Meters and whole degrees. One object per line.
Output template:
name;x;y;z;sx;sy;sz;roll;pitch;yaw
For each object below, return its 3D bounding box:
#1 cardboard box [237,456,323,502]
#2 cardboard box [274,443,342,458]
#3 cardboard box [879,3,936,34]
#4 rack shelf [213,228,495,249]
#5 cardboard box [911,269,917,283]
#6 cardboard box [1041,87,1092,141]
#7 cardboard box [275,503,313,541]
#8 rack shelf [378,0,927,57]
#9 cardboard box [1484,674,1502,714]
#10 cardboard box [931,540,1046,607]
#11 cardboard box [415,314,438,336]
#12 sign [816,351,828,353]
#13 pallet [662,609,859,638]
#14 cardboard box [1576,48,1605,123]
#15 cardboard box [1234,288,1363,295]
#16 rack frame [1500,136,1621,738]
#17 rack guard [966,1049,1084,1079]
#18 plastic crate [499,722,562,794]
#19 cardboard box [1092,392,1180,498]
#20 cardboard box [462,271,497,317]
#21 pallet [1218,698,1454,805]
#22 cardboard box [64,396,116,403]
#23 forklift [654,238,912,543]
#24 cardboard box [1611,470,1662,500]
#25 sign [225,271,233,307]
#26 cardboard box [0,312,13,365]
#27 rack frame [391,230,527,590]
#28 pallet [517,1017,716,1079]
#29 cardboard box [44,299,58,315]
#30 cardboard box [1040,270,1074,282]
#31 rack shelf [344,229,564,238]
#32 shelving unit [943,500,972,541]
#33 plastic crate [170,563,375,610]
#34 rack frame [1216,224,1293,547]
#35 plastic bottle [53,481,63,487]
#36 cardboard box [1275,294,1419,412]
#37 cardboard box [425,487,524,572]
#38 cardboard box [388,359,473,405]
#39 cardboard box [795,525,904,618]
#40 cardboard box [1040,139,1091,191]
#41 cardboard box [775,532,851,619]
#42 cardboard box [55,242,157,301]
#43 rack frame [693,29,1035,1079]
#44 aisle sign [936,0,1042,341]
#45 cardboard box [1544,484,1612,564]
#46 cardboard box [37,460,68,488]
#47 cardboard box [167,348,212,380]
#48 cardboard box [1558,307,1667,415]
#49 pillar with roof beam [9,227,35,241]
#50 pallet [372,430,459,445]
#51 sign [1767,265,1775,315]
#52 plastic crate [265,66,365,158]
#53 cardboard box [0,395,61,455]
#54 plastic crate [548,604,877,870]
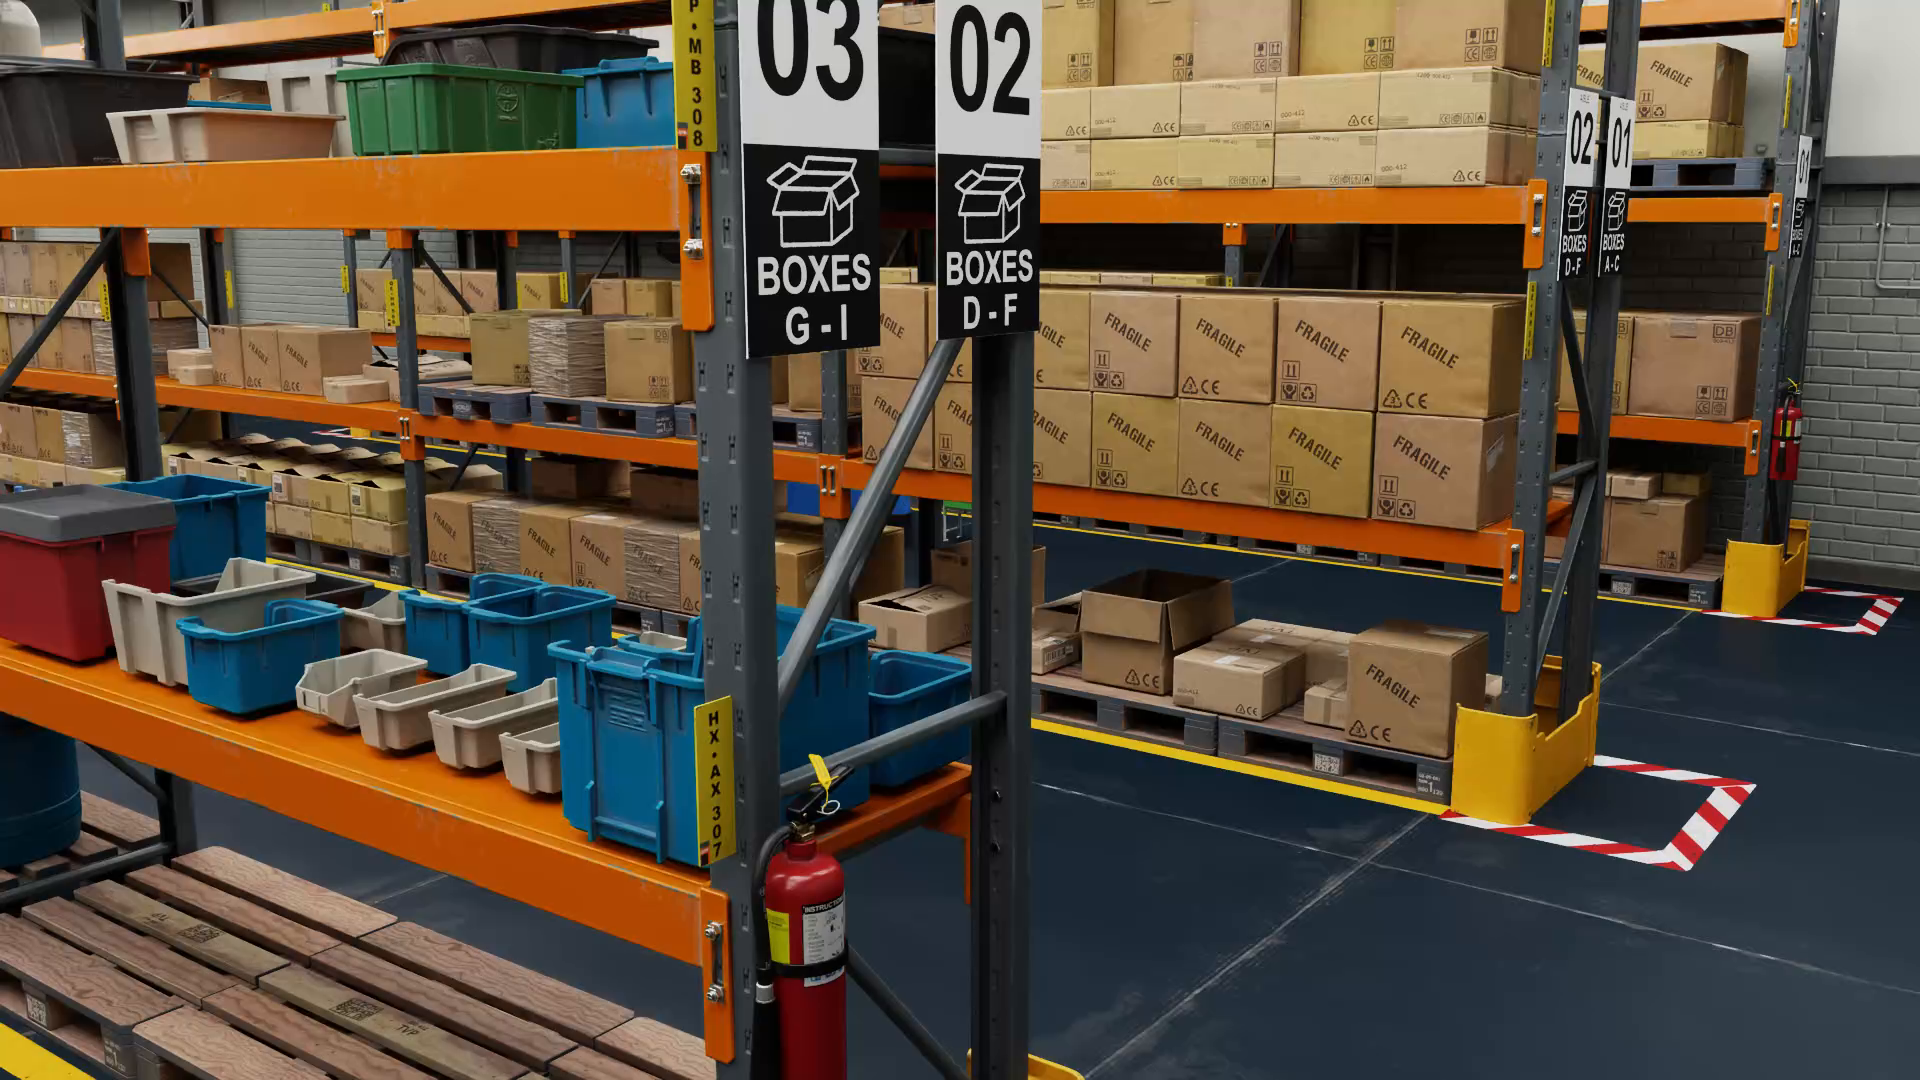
cardboard box;-5.478;-0.514;13.447;0.500;0.311;0.500;8;14;37
cardboard box;-5.584;-0.656;14.179;0.500;0.311;0.500;8;13;35
cardboard box;-0.041;-2.704;9.318;0.500;0.500;0.700;8;13;36
rack shelf;-5.292;-2.535;13.230;4.000;0.370;1.077;8;13;36
cardboard box;-0.103;-2.371;15.316;0.500;0.250;0.500;8;13;35
cardboard box;0.589;-2.178;8.574;0.500;0.250;0.500;8;13;36
cardboard box;-5.069;-0.183;13.210;0.500;0.250;0.500;8;14;37
rack shelf;-2.068;-3.361;10.659;4.000;0.370;1.077;8;13;36
cardboard box;2.634;0.793;8.380;0.250;0.149;0.380;8;13;36
cardboard box;0.172;0.291;10.049;0.500;0.500;0.500;8;13;36
cardboard box;-6.159;-2.567;19.742;0.500;0.250;0.500;8;13;35
sign;-0.781;-1.224;9.409;0.005;0.325;0.100;8;13;36
pallet;-1.134;0.543;10.668;1.213;0.211;1.003;8;13;36
cardboard box;4.549;-3.170;11.675;0.500;0.500;0.500;8;14;37
cardboard box;1.741;-1.036;8.590;0.500;0.500;0.500;8;14;36
rack frame;2.768;-0.291;7.635;0.127;3.000;1.000;8;13;36
rack guard;-0.139;1.695;3.952;0.348;0.500;1.175;8;13;36
plastic crate;-0.931;0.503;4.068;0.243;0.136;0.396;8;13;36
cardboard box;1.021;-0.520;8.557;0.500;0.500;0.500;8;13;35
cardboard box;-5.344;-2.822;19.089;0.500;0.500;0.500;7;13;34
pallet;2.064;0.980;8.407;1.213;0.211;1.003;8;13;36
cardboard box;-8.302;-1.133;16.146;0.500;0.500;0.500;8;13;36
forklift;-1.935;-1.417;13.636;3.031;2.935;1.130;-1;11;-4
cardboard box;4.863;-0.397;11.952;0.250;0.149;0.380;8;13;35
sign;-6.590;-2.254;14.942;0.005;0.325;0.100;8;13;36
cardboard box;-8.936;-1.969;16.048;0.500;0.500;0.700;8;14;36
rack frame;-3.680;-1.190;12.284;0.127;3.000;1.000;8;13;36
pallet;-0.808;1.738;4.493;1.213;0.211;1.003;8;13;36
cardboard box;-8.069;-2.120;15.119;0.250;0.149;0.380;8;13;35
cardboard box;0.717;-2.259;14.737;0.500;0.250;0.500;8;13;34
rack shelf;-5.587;-3.743;19.477;4.000;0.370;1.077;8;13;36
shelving unit;0.133;-0.570;13.820;0.503;1.200;0.258;8;13;36
plastic crate;-2.329;0.208;5.625;0.590;0.125;0.437;8;13;36
rack frame;2.474;-1.499;13.882;0.127;3.000;1.000;8;13;36
plastic bottle;-3.515;-0.052;6.532;0.185;0.351;0.144;8;13;36
cardboard box;1.839;-0.895;7.865;0.500;0.500;0.500;8;14;37
cardboard box;-3.482;-0.084;11.989;0.500;0.500;0.500;9;14;38
cardboard box;-3.947;-1.194;12.539;0.500;0.311;0.500;9;14;39
cardboard box;-0.701;0.179;10.629;0.500;0.500;0.500;7;13;33
cardboard box;0.593;-1.934;8.625;0.500;0.250;0.500;8;13;36
cardboard box;-1.023;0.259;10.216;0.500;0.500;0.500;8;13;35
cardboard box;-7.673;-2.431;15.022;0.500;0.500;0.700;8;13;35
rack frame;-0.167;0.467;3.718;0.127;3.000;1.000;8;13;36
aisle sign;0.067;-0.847;3.664;0.004;0.787;0.394;8;13;36
cardboard box;4.671;-0.148;12.373;0.500;0.500;0.700;8;13;35
cardboard box;-8.216;-0.626;15.504;0.500;0.250;0.500;8;13;36
cardboard box;-6.481;-1.518;14.372;0.500;0.250;0.500;9;14;39
cardboard box;4.688;-1.333;12.231;0.700;0.700;0.980;8;13;35
pillar with roof beam;-18.343;-6.538;24.131;0.400;9.000;9.100;8;13;36
pallet;-6.503;-1.374;20.576;1.213;0.211;1.003;8;13;36
sign;5.365;-1.653;11.004;0.005;0.325;0.100;8;13;36
plastic crate;-1.770;-1.244;4.976;0.530;0.282;0.437;8;13;36
cardboard box;-9.012;-1.109;16.026;0.500;0.500;0.500;8;13;36
plastic crate;-0.547;0.411;3.755;0.499;0.435;0.616;8;13;36
